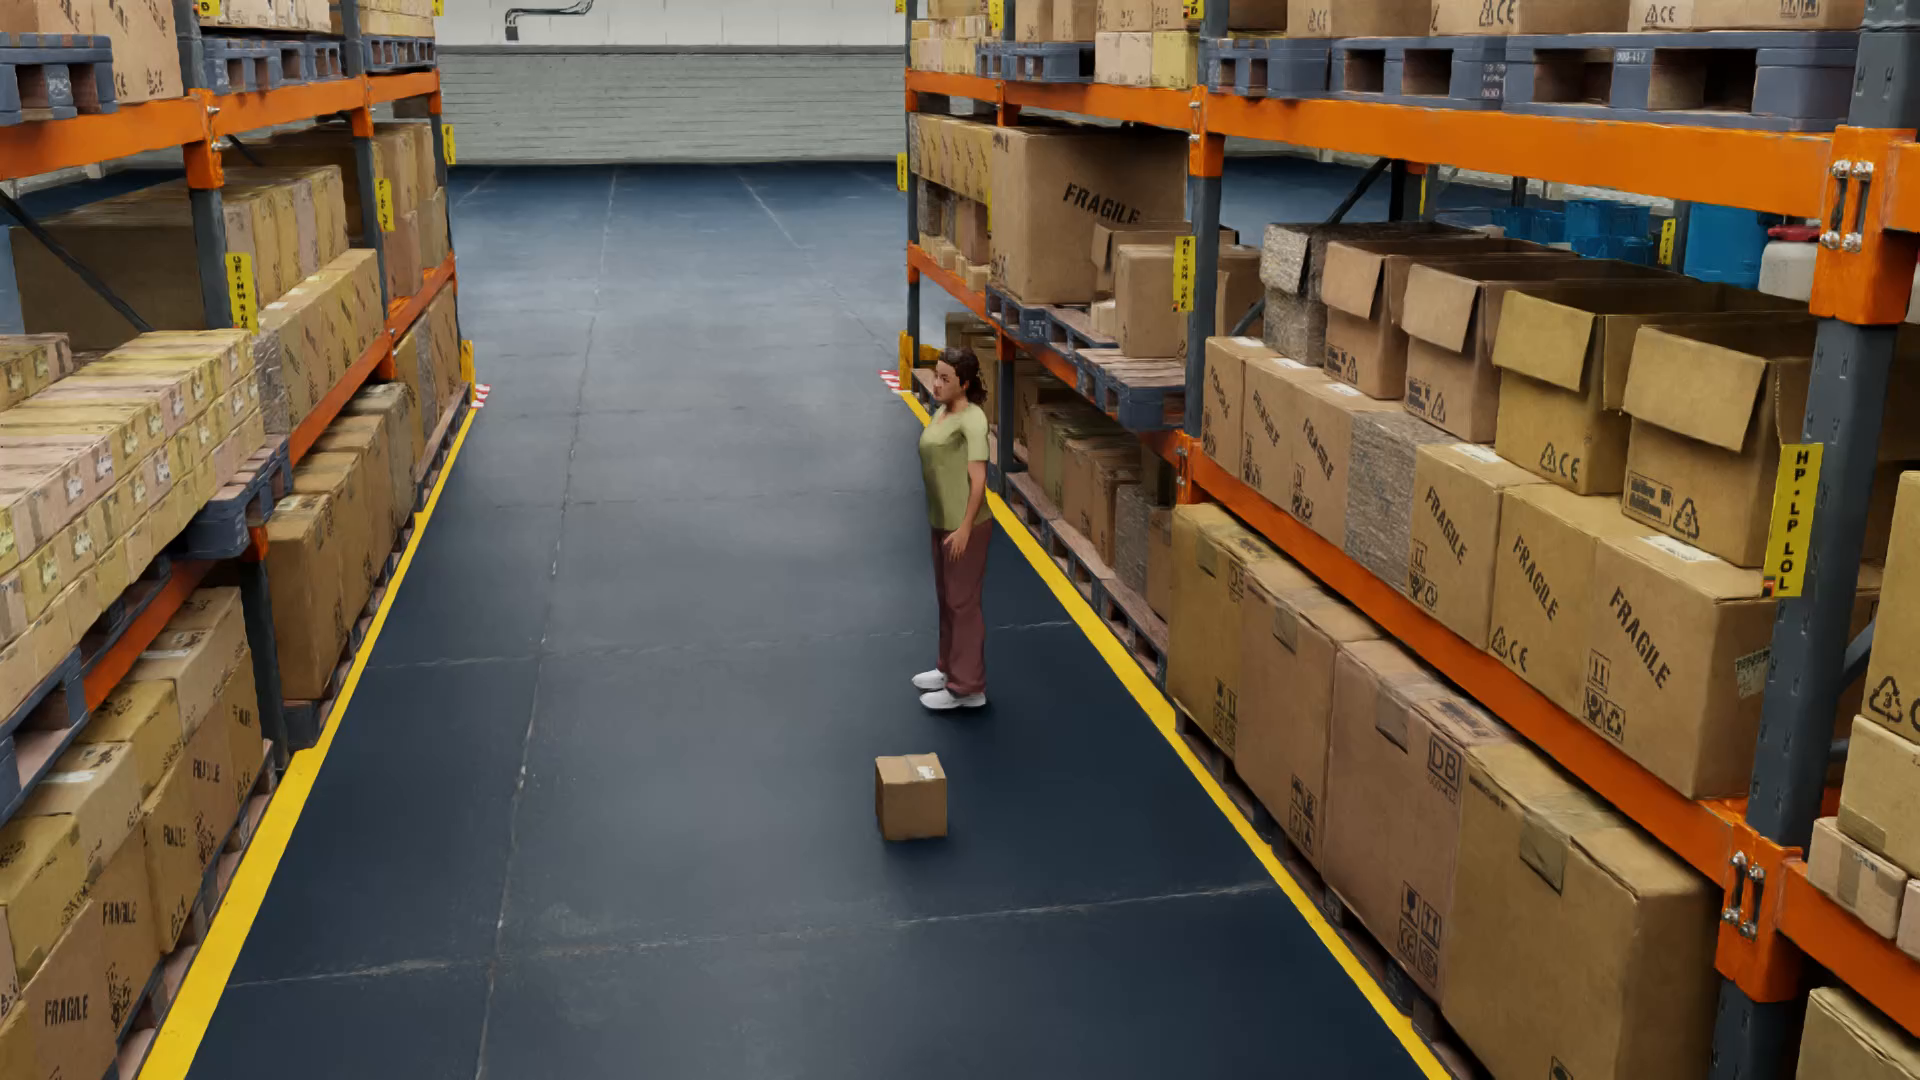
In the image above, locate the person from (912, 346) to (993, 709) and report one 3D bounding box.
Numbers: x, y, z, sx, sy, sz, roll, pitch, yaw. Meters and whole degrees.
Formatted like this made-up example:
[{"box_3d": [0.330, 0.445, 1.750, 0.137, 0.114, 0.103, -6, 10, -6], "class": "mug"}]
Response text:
[{"box_3d": [-0.044, -0.055, 7.650, 0.363, 1.676, 0.488, -6, 18, -21], "class": "person"}]
